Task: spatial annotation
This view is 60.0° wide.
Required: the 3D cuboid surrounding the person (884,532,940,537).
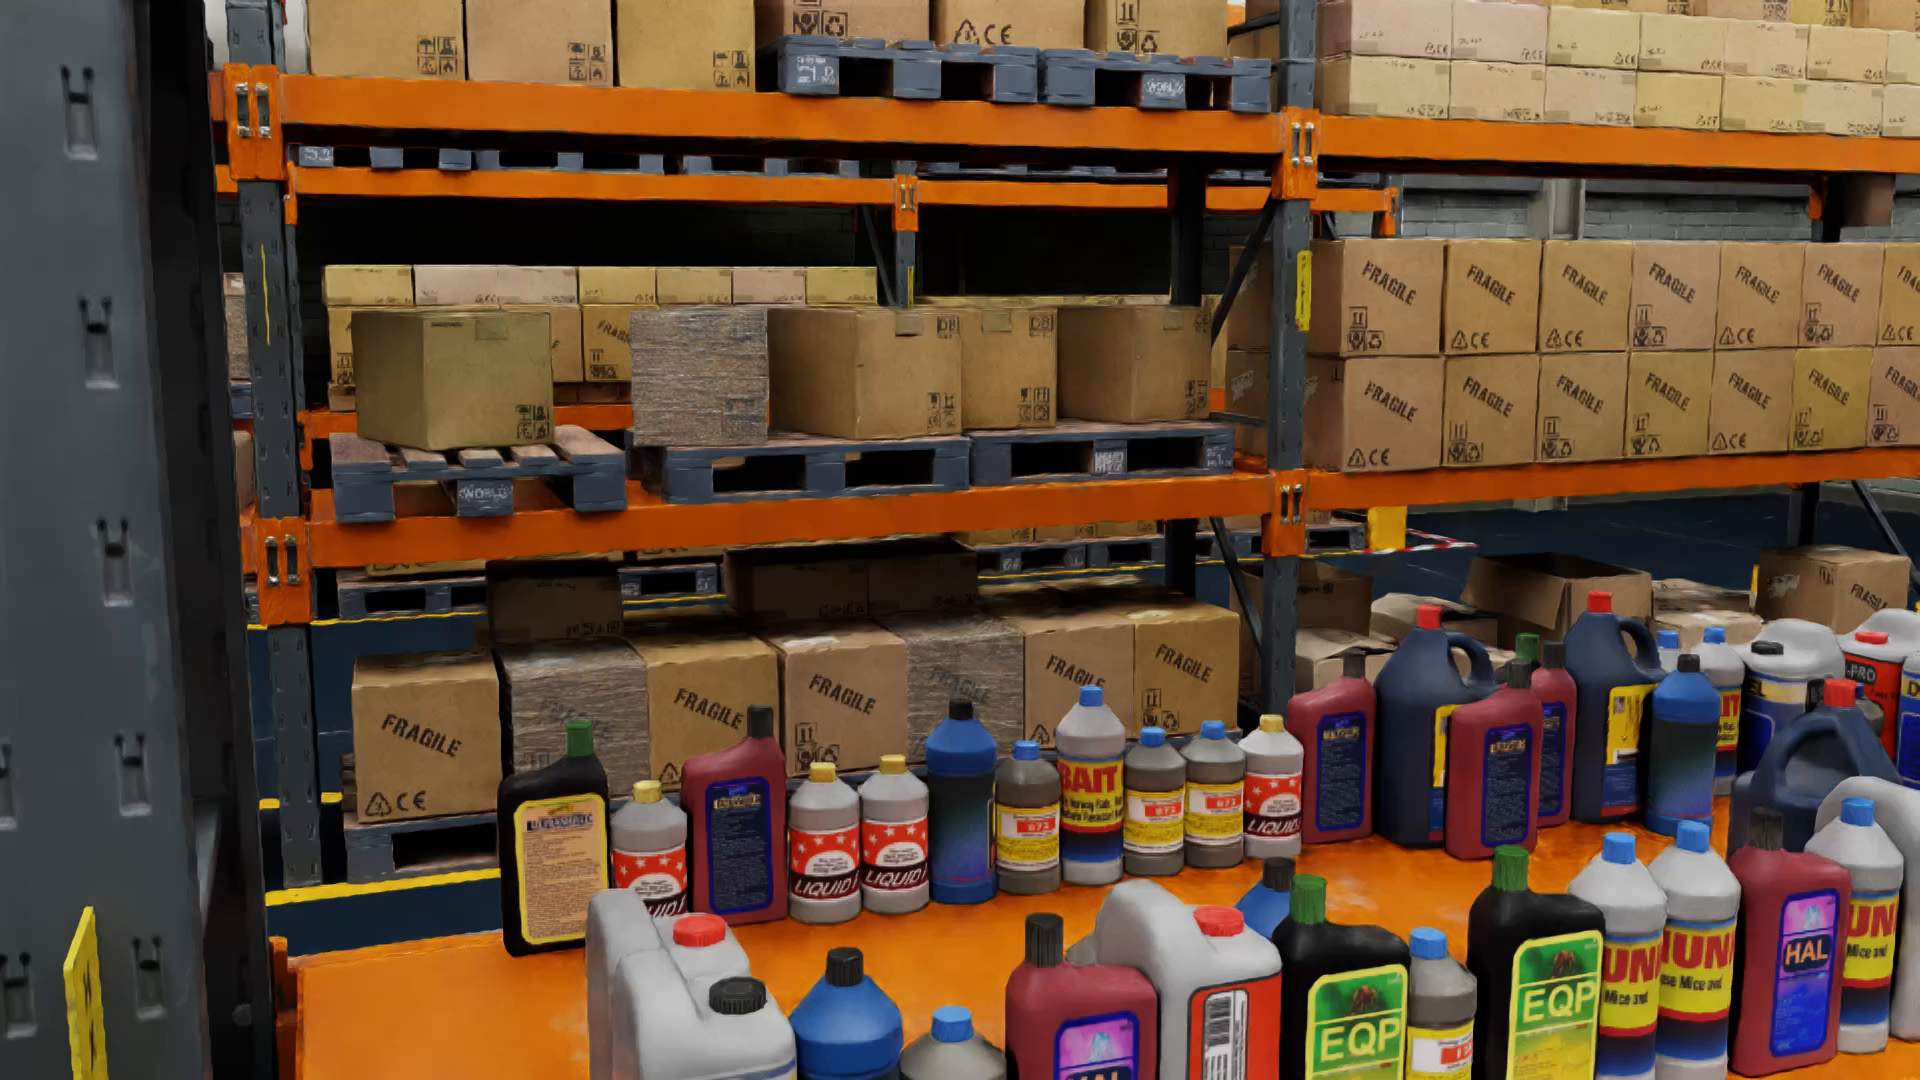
[{"bbox_3d":[-0.198,-0.091,8.880,0.488,1.674,0.522,3,9,16],"label":"person"}]
